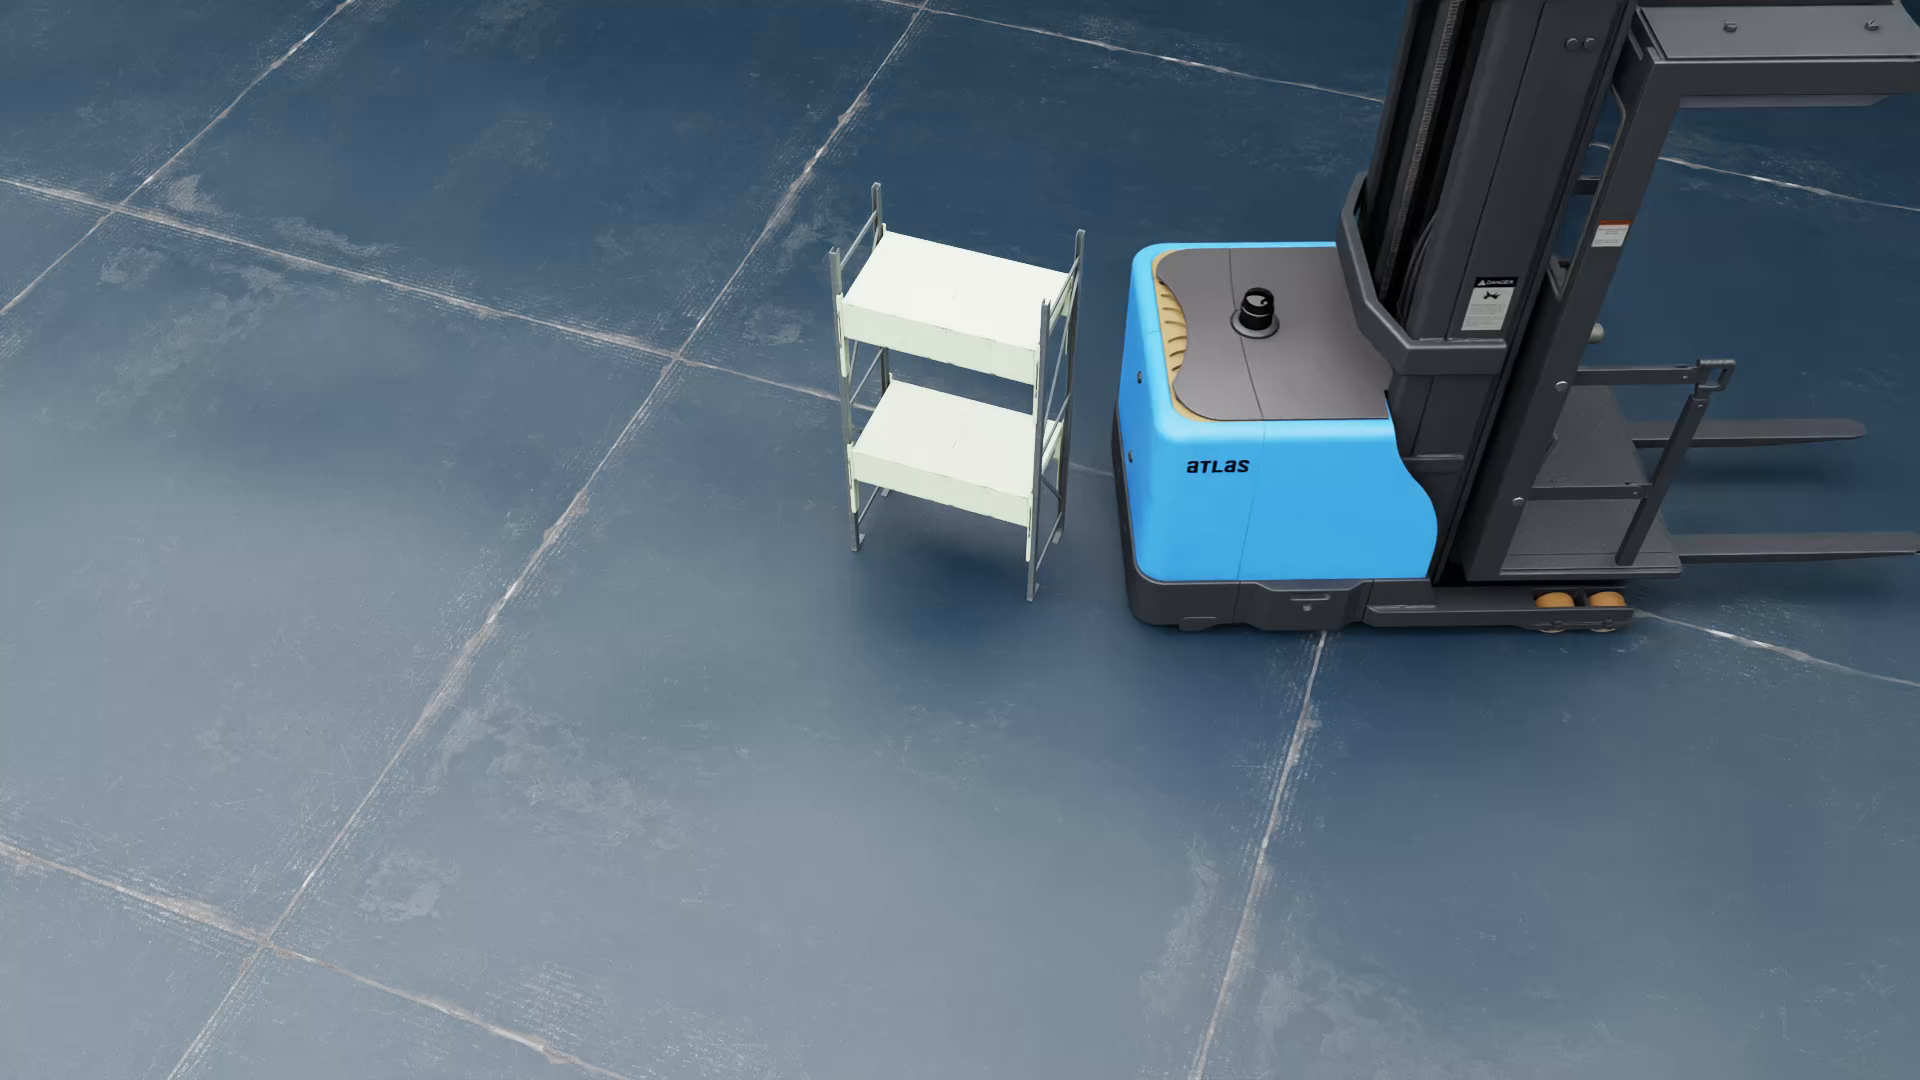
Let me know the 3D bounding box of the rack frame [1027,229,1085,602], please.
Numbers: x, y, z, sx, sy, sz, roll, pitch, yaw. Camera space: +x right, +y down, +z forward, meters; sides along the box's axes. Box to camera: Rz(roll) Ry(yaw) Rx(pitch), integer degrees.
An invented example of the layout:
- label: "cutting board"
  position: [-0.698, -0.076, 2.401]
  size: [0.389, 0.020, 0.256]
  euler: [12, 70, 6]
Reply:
- label: "rack frame"
  position: [0.337, -0.397, 5.968]
  size: [0.023, 1.500, 0.400]
  euler: [16, 51, 13]

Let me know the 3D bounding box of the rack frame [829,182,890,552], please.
- label: "rack frame"
  position: [-0.350, -0.589, 6.134]
  size: [0.023, 1.500, 0.400]
  euler: [16, 51, 13]

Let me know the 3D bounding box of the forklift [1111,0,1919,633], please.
- label: "forklift"
  position: [2.146, -1.012, 5.554]
  size: [3.031, 2.935, 1.130]
  euler: [-1, 49, -1]

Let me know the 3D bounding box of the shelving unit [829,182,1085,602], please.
- label: "shelving unit"
  position: [-0.006, -0.493, 6.051]
  size: [0.755, 1.500, 0.431]
  euler: [16, 51, 13]

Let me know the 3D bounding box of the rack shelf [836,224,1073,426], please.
- label: "rack shelf"
  position: [-0.006, -0.749, 5.756]
  size: [0.720, 0.370, 0.431]
  euler: [16, 51, 13]

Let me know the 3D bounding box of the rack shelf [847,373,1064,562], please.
- label: "rack shelf"
  position: [-0.006, -0.279, 6.298]
  size: [0.720, 0.370, 0.431]
  euler: [16, 51, 13]
